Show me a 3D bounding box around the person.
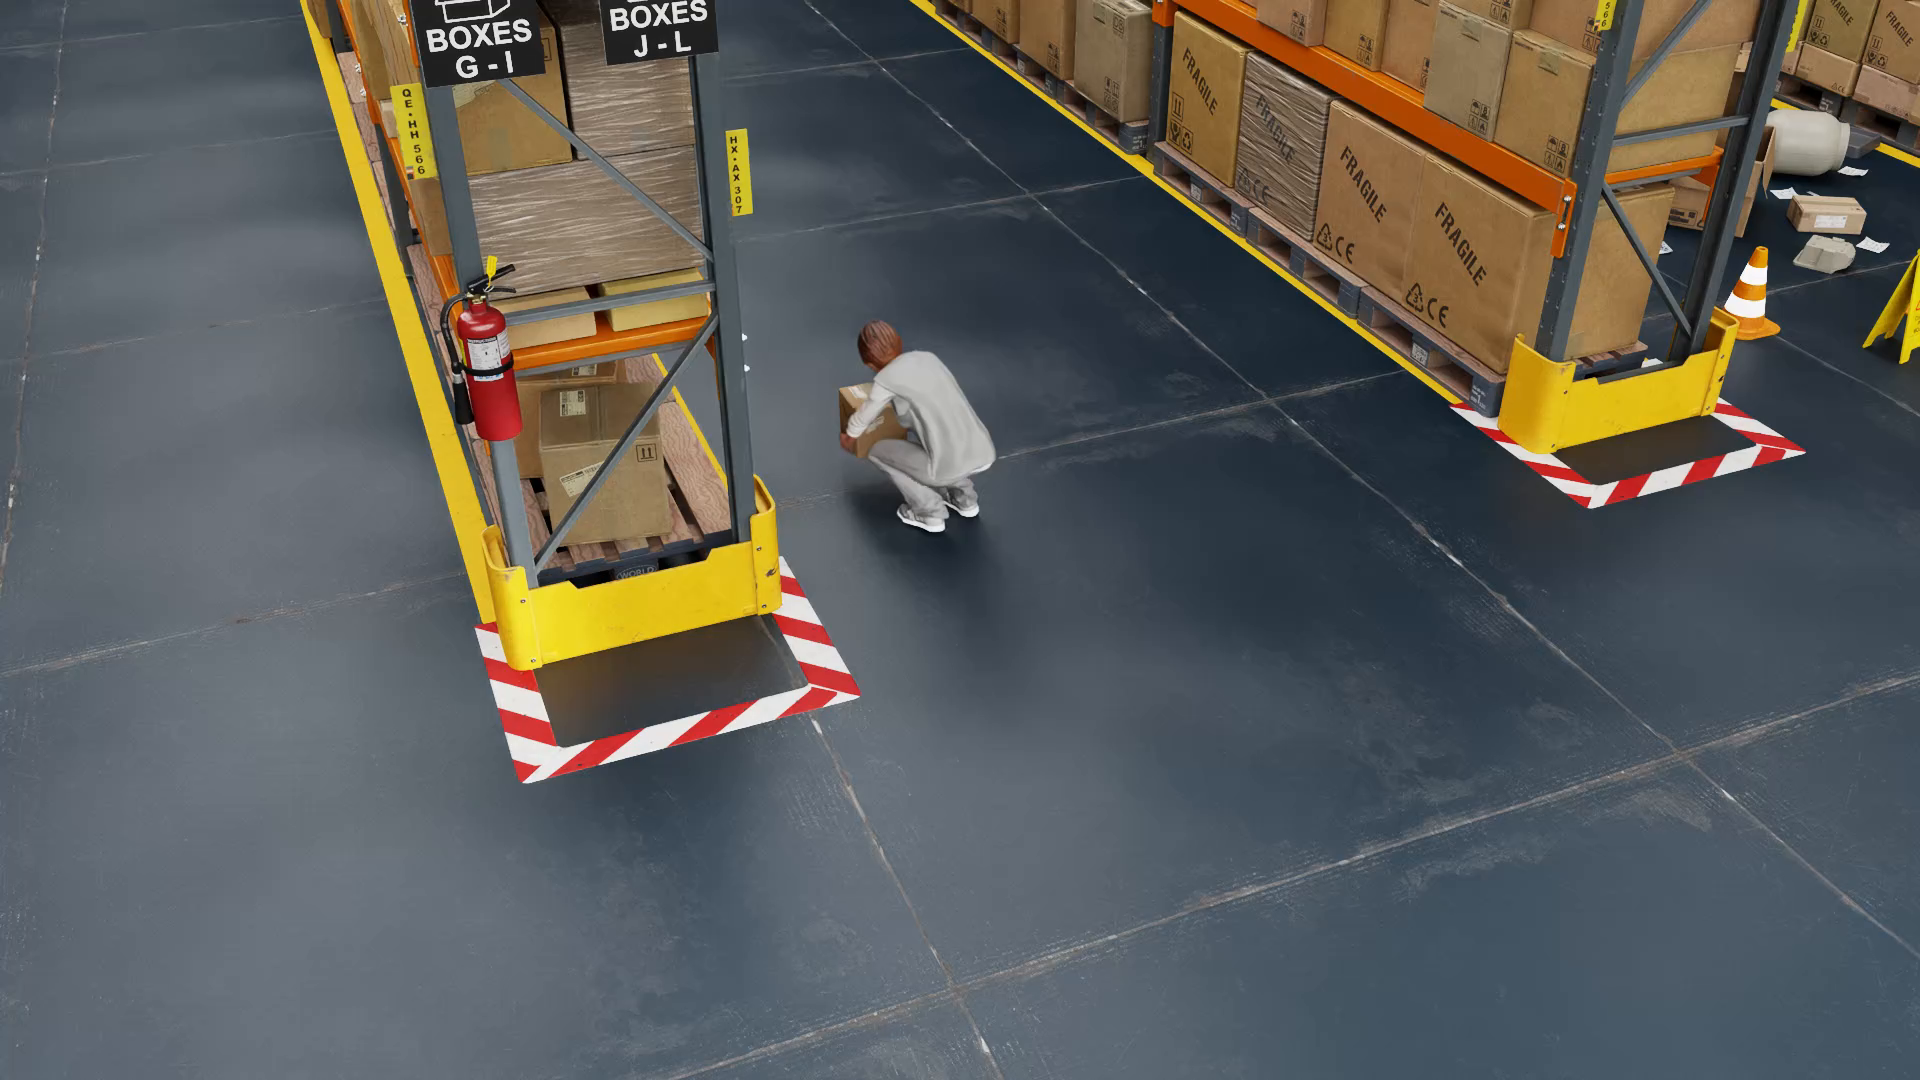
[{"bbox_3d":[-0.193,-0.536,7.605,0.461,0.870,0.839,-27,42,-34],"label":"person"}]
